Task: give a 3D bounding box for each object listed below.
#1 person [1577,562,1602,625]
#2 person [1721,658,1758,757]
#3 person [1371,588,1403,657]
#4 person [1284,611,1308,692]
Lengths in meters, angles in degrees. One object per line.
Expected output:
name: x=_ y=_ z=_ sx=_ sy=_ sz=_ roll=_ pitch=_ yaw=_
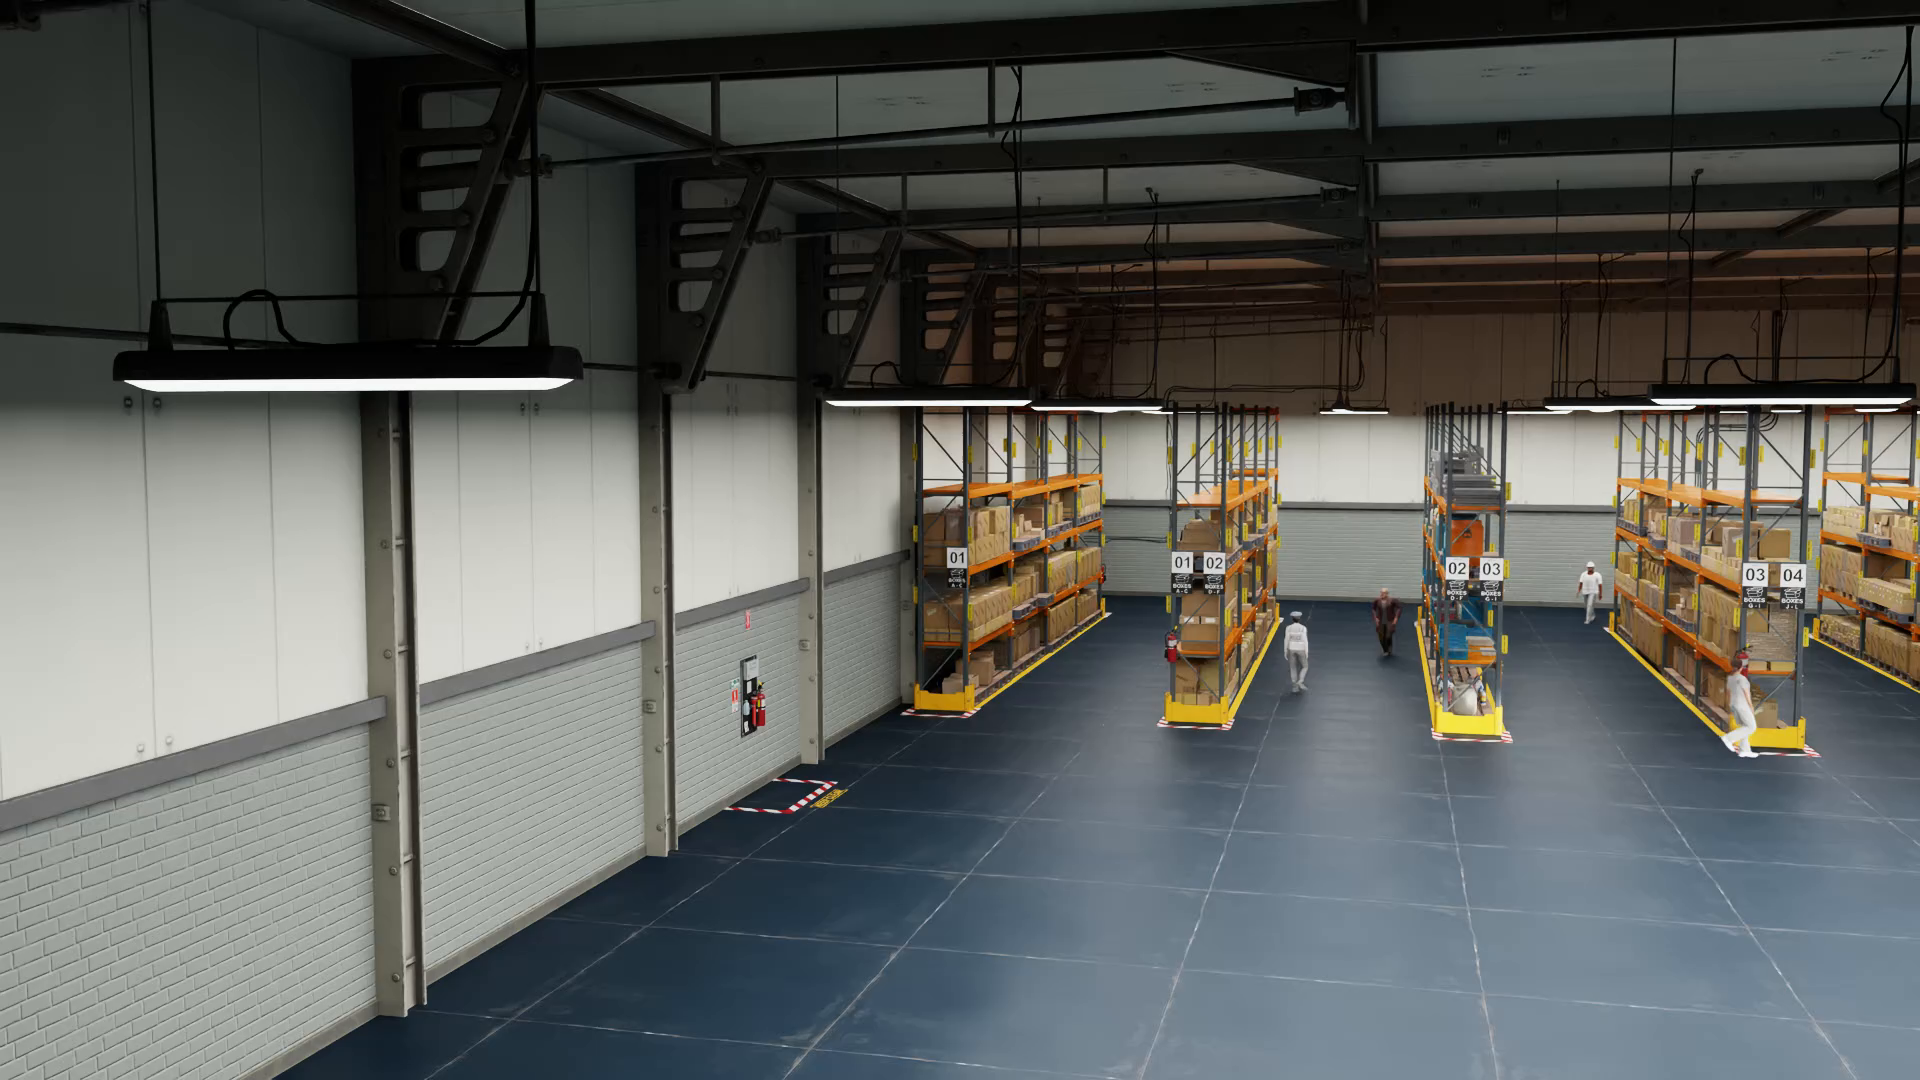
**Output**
person: x=17.445 y=1.458 z=46.022 sx=0.597 sy=1.716 sz=1.095 roll=4 pitch=6 yaw=43
person: x=13.090 y=2.826 z=27.926 sx=0.659 sy=1.658 sz=0.509 roll=0 pitch=4 yaw=-7
person: x=10.175 y=1.963 z=39.652 sx=0.752 sy=1.684 sz=0.649 roll=2 pitch=5 yaw=24
person: x=6.992 y=2.336 z=34.587 sx=0.520 sy=1.675 sz=0.479 roll=1 pitch=4 yaw=20
